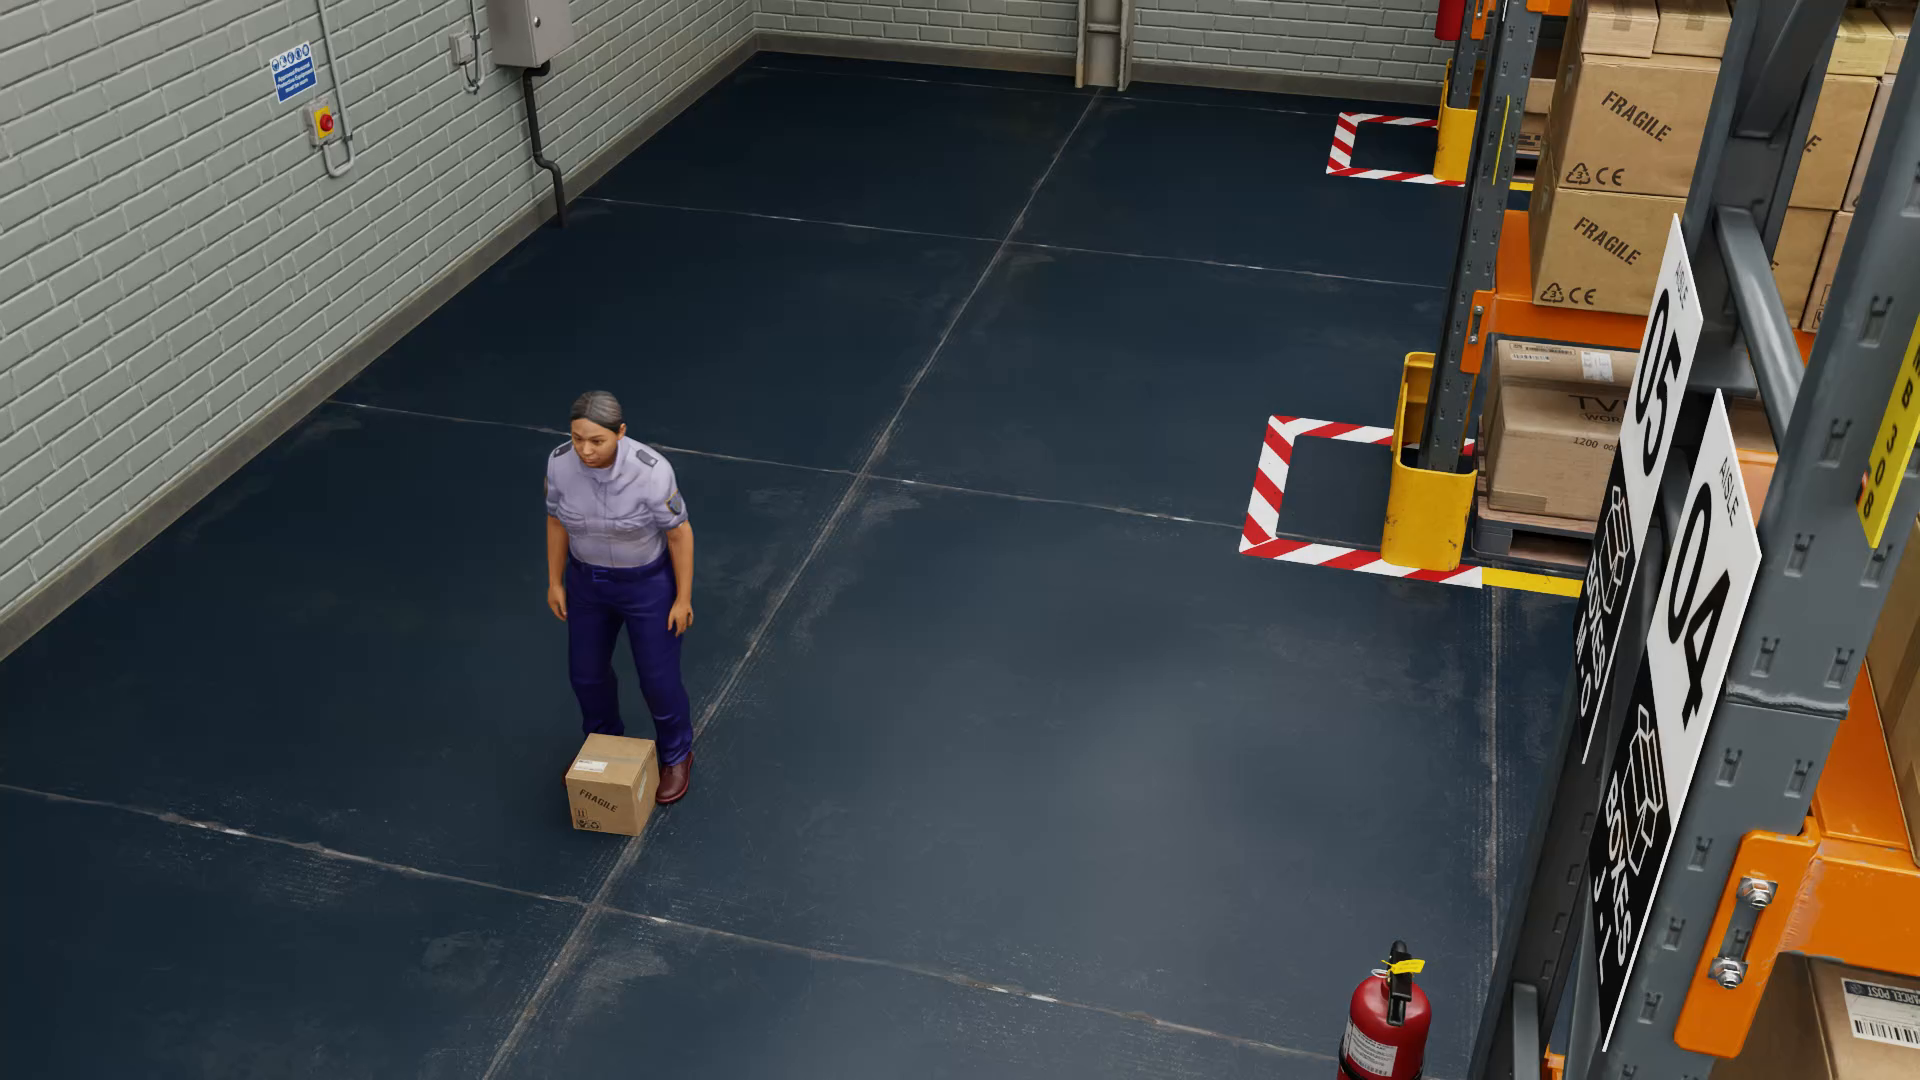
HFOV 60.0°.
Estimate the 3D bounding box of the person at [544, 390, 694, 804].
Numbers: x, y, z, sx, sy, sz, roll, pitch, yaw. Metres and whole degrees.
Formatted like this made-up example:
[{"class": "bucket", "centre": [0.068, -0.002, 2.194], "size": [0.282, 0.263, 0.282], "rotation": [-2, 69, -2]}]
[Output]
[{"class": "person", "centre": [-1.200, 0.184, 5.875], "size": [0.560, 1.638, 0.366], "rotation": [7, 34, 10]}]
